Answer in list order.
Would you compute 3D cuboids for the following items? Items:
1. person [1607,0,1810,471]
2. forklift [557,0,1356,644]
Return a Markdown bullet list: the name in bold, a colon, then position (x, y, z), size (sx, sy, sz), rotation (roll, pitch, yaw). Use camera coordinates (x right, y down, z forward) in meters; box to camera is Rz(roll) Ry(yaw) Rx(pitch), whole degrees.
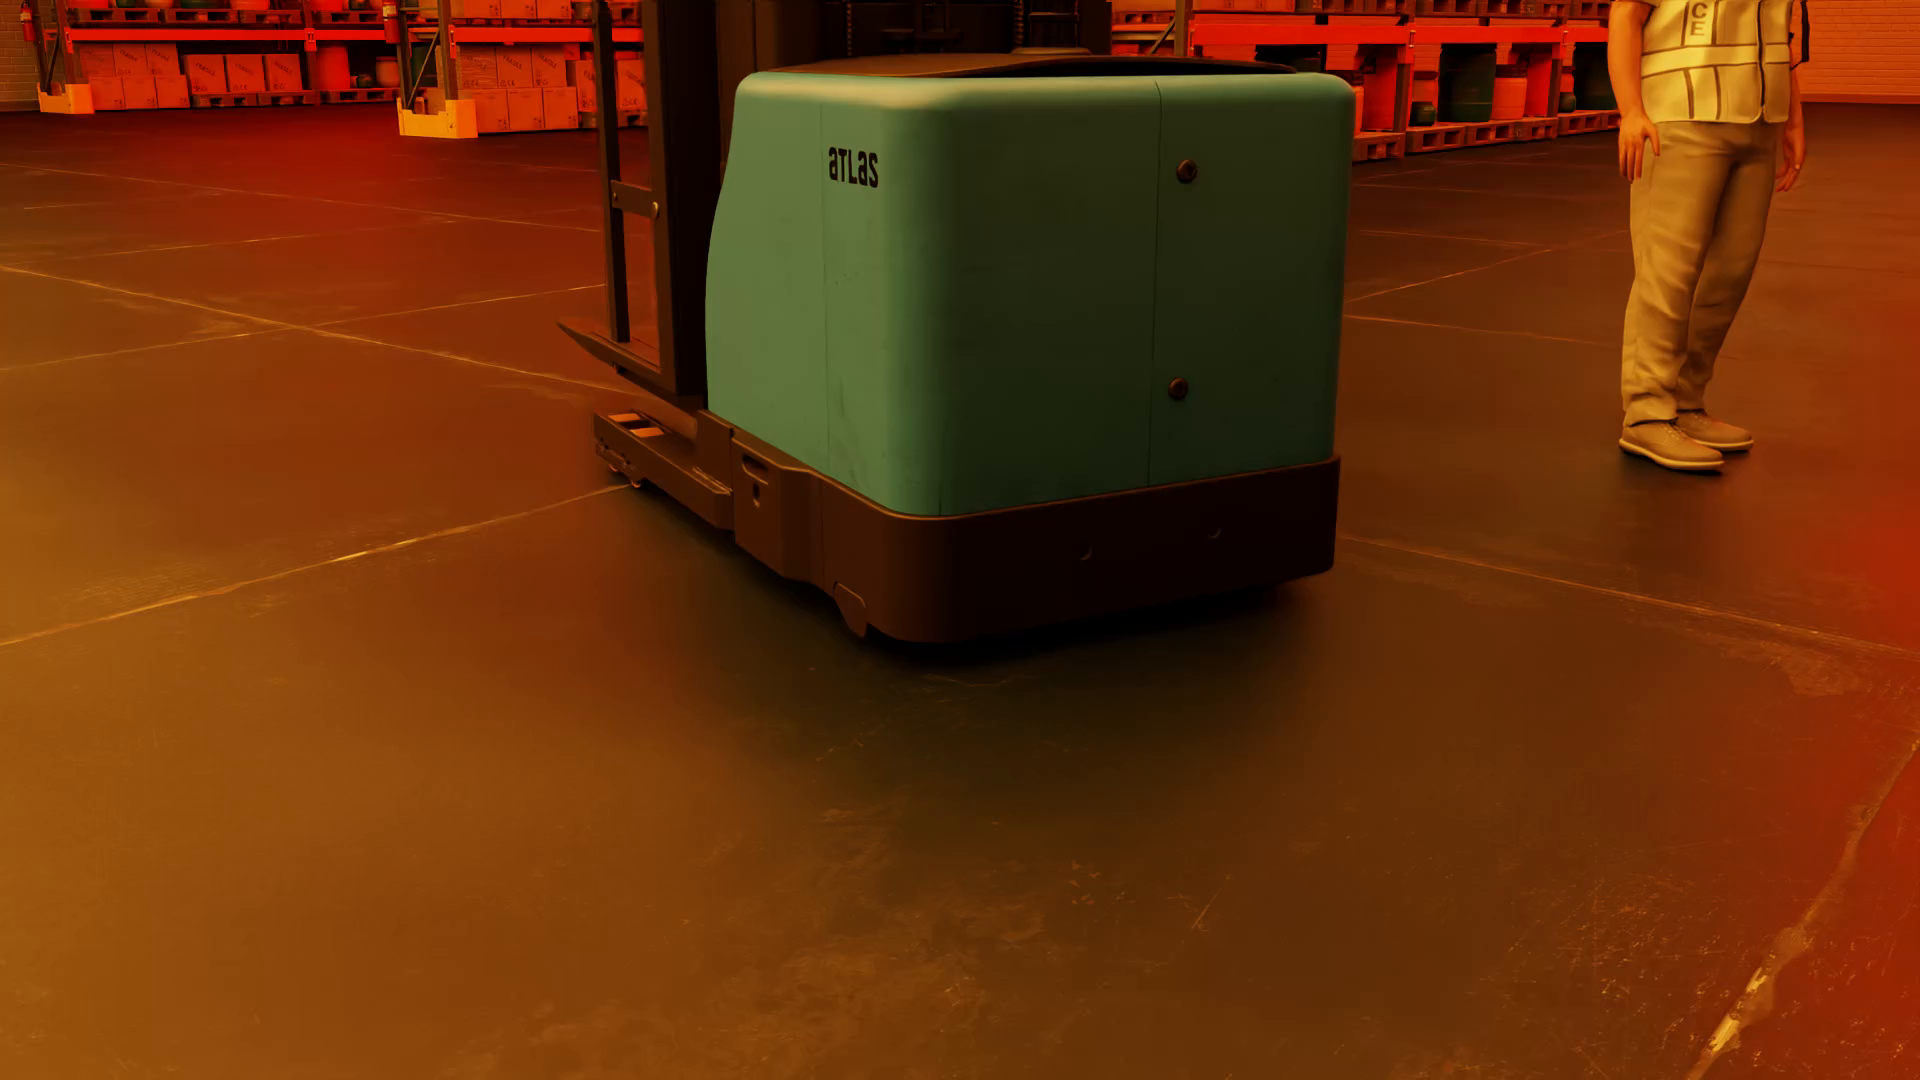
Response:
- **person**: position (2.122, -1.123, 4.579), size (0.677, 1.778, 0.564), rotation (-8, 19, -25)
- **forklift**: position (-0.348, -1.591, 4.136), size (1.130, 2.935, 3.031), rotation (-9, 19, -27)
